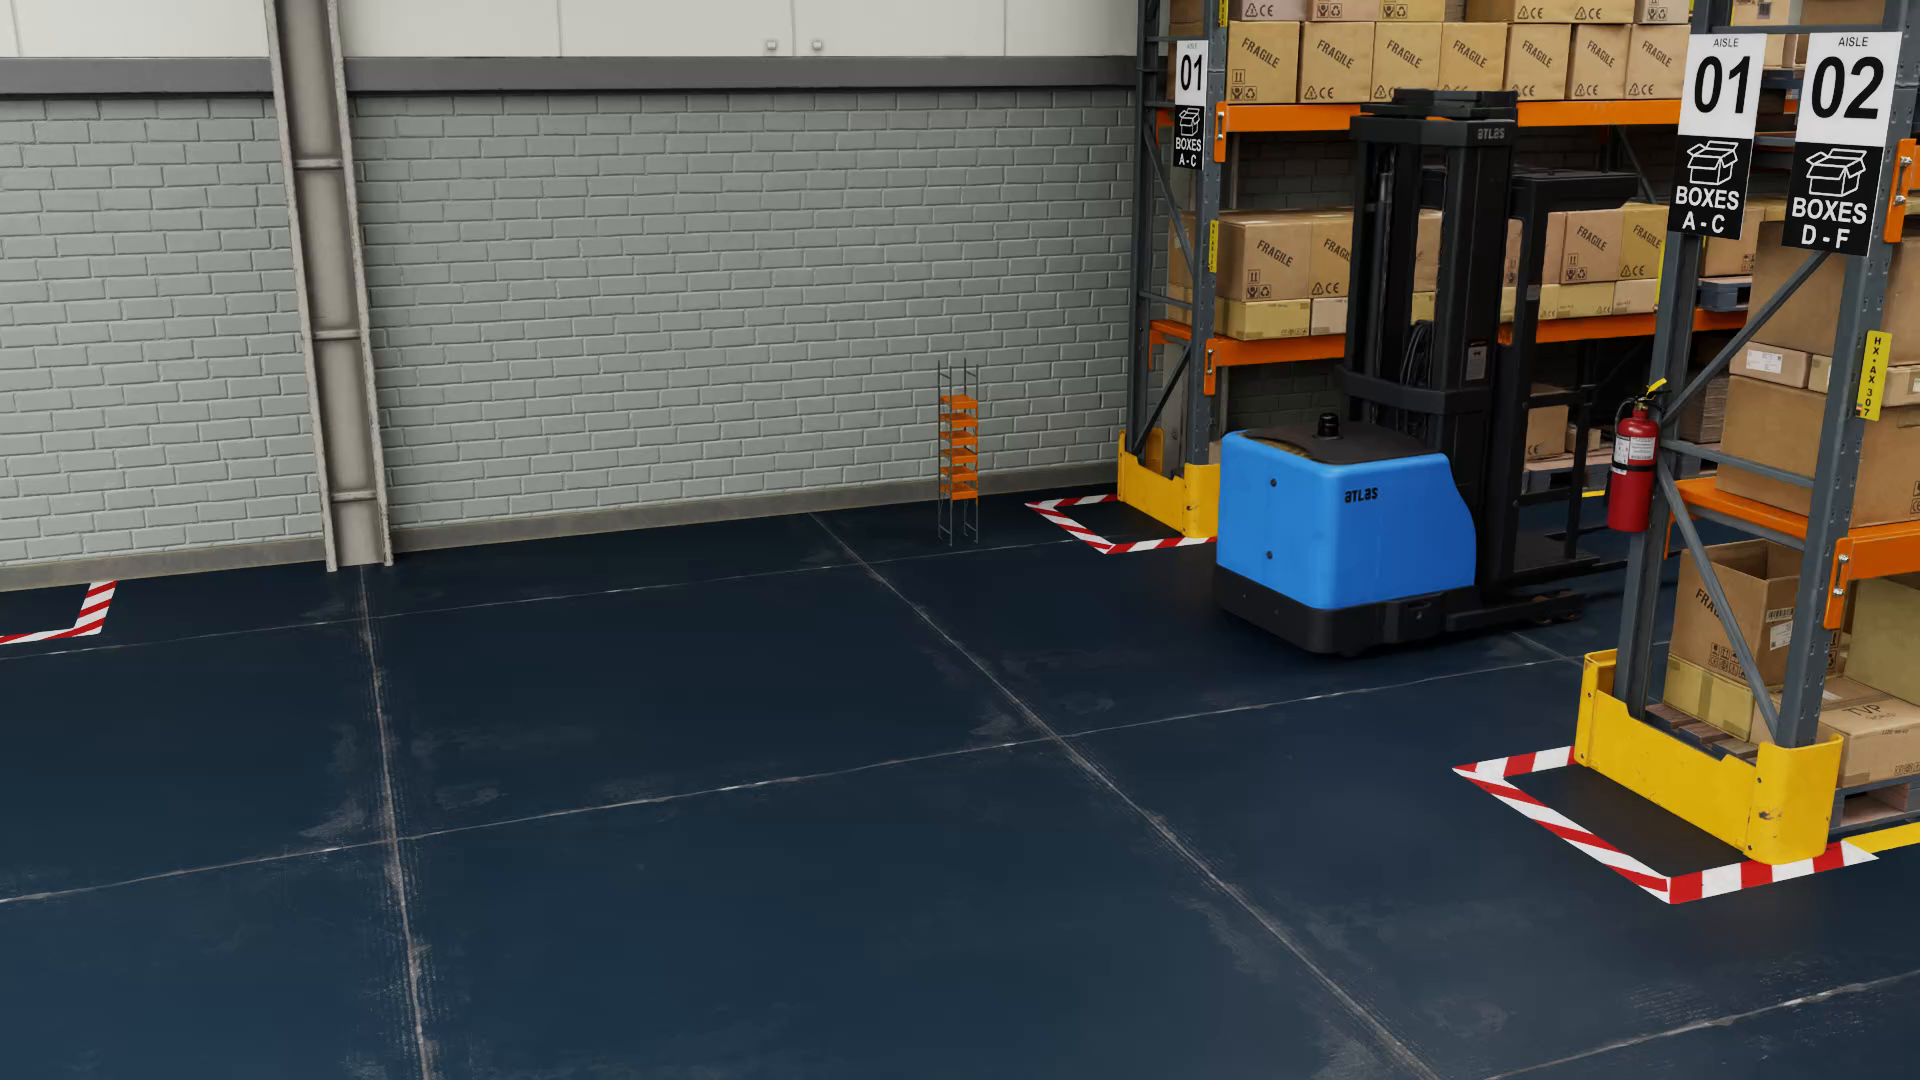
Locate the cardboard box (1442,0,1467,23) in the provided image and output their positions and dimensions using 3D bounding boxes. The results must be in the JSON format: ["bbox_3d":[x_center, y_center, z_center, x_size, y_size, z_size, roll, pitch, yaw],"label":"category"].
[{"bbox_3d":[3.180,-3.847,11.563,0.500,0.500,0.500,-6,17,-20],"label":"cardboard box"}]

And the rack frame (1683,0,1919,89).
[{"bbox_3d":[3.201,-3.183,5.966,0.127,3.000,1.000,-6,17,-20],"label":"rack frame"}]

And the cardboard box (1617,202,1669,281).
[{"bbox_3d":[4.829,-2.179,12.095,0.500,0.500,0.500,-6,17,-20],"label":"cardboard box"}]

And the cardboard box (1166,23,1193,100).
[{"bbox_3d":[1.724,-3.213,11.179,0.500,0.500,0.500,-5,17,-16],"label":"cardboard box"}]

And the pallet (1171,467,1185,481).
[{"bbox_3d":[2.267,-0.350,11.915,1.213,0.211,1.003,-6,17,-20],"label":"pallet"}]

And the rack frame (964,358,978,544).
[{"bbox_3d":[0.072,-0.583,10.956,0.006,1.200,0.240,-6,17,-20],"label":"rack frame"}]

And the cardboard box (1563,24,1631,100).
[{"bbox_3d":[4.300,-3.344,11.625,0.500,0.500,0.500,-8,18,-25],"label":"cardboard box"}]

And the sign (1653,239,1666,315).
[{"bbox_3d":[3.020,-1.118,7.106,0.005,0.325,0.100,-6,17,-20],"label":"sign"}]

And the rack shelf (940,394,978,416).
[{"bbox_3d":[-0.014,-0.877,10.835,0.180,0.103,0.258,-6,17,-20],"label":"rack shelf"}]

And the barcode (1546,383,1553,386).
[{"bbox_3d":[4.570,-1.185,12.897,0.075,0.075,0.001,-6,17,-20],"label":"barcode"}]

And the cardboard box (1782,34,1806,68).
[{"bbox_3d":[6.274,-3.705,12.480,0.500,0.311,0.500,-6,17,-18],"label":"cardboard box"}]

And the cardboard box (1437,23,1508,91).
[{"bbox_3d":[3.317,-3.230,11.237,0.500,0.500,0.500,-5,17,-17],"label":"cardboard box"}]

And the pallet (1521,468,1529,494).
[{"bbox_3d":[3.405,-0.472,12.330,1.213,0.211,1.003,-6,17,-20],"label":"pallet"}]

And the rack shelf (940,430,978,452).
[{"bbox_3d":[-0.014,-0.647,10.903,0.180,0.103,0.258,-6,17,-20],"label":"rack shelf"}]

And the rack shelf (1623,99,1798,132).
[{"bbox_3d":[7.028,-3.307,12.987,4.000,0.370,1.077,-6,17,-20],"label":"rack shelf"}]

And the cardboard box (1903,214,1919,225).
[{"bbox_3d":[4.180,-1.079,6.967,0.500,0.500,0.700,-7,18,-22],"label":"cardboard box"}]

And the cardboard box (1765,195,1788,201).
[{"bbox_3d":[6.776,-2.441,13.130,0.500,0.500,0.700,-4,17,-12],"label":"cardboard box"}]

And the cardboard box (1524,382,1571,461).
[{"bbox_3d":[4.205,-0.907,12.520,0.500,0.500,0.500,-8,18,-24],"label":"cardboard box"}]

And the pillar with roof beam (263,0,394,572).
[{"bbox_3d":[-2.293,-3.047,5.502,0.400,9.000,9.100,-6,17,-20],"label":"pillar with roof beam"}]

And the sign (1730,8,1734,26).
[{"bbox_3d":[5.362,-3.556,11.643,0.005,0.325,0.100,-6,17,-20],"label":"sign"}]

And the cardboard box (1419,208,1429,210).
[{"bbox_3d":[3.214,-2.161,12.032,0.500,0.500,0.500,-6,17,-19],"label":"cardboard box"}]

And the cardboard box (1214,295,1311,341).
[{"bbox_3d":[1.994,-1.511,11.150,0.500,0.250,0.500,-7,18,-22],"label":"cardboard box"}]

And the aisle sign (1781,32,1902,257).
[{"bbox_3d":[3.249,-1.465,6.148,0.004,0.787,0.394,-6,17,-20],"label":"aisle sign"}]

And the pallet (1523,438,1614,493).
[{"bbox_3d":[4.546,-0.596,12.753,1.213,0.211,1.003,-6,17,-20],"label":"pallet"}]

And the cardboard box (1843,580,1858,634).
[{"bbox_3d":[4.524,0.216,7.842,0.500,0.500,0.500,-6,17,-20],"label":"cardboard box"}]

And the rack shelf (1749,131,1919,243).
[{"bbox_3d":[5.069,-1.600,7.177,4.000,0.370,1.077,-6,17,-20],"label":"rack shelf"}]

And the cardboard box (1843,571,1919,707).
[{"bbox_3d":[4.248,0.407,7.193,0.500,0.500,0.500,-6,17,-20],"label":"cardboard box"}]

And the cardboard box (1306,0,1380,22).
[{"bbox_3d":[2.358,-3.596,10.710,0.500,0.500,0.500,-6,18,-21],"label":"cardboard box"}]

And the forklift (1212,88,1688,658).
[{"bbox_3d":[3.010,-1.046,9.459,3.031,2.935,1.130,-8,18,-25],"label":"forklift"}]

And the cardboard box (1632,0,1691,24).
[{"bbox_3d":[4.789,-3.866,11.627,0.500,0.500,0.500,-8,18,-25],"label":"cardboard box"}]

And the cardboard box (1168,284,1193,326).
[{"bbox_3d":[1.792,-1.643,11.601,0.500,0.250,0.500,-6,17,-19],"label":"cardboard box"}]

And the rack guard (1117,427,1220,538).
[{"bbox_3d":[1.496,-0.416,11.627,0.348,0.500,1.175,-6,17,-20],"label":"rack guard"}]

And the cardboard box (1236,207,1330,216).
[{"bbox_3d":[2.263,-2.057,11.678,0.500,0.500,0.500,-6,17,-19],"label":"cardboard box"}]

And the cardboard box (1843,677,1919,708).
[{"bbox_3d":[4.247,0.766,7.300,0.500,0.250,0.500,-6,17,-20],"label":"cardboard box"}]

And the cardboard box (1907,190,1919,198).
[{"bbox_3d":[7.948,-2.560,13.533,0.500,0.500,0.700,-8,18,-25],"label":"cardboard box"}]

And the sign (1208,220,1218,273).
[{"bbox_3d":[1.619,-1.880,10.641,0.005,0.325,0.100,-6,17,-20],"label":"sign"}]

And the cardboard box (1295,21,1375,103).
[{"bbox_3d":[2.341,-3.117,10.852,0.500,0.500,0.500,-5,17,-16],"label":"cardboard box"}]

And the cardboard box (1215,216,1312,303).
[{"bbox_3d":[1.978,-1.874,11.056,0.500,0.500,0.500,-6,17,-20],"label":"cardboard box"}]

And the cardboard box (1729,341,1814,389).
[{"bbox_3d":[3.490,-0.752,7.008,0.250,0.149,0.380,-6,18,-21],"label":"cardboard box"}]

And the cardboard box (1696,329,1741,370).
[{"bbox_3d":[6.252,-1.506,13.228,0.500,0.250,0.500,-7,18,-21],"label":"cardboard box"}]

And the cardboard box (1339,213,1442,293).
[{"bbox_3d":[2.928,-1.972,11.389,0.500,0.500,0.500,-7,18,-22],"label":"cardboard box"}]

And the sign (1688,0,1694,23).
[{"bbox_3d":[3.020,-2.275,6.766,0.005,0.325,0.100,-6,17,-20],"label":"sign"}]

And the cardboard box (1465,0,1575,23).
[{"bbox_3d":[3.798,-3.752,11.240,0.500,0.500,0.500,-7,18,-22],"label":"cardboard box"}]

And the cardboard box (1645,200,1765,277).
[{"bbox_3d":[5.648,-2.312,12.690,0.500,0.500,0.700,-6,17,-20],"label":"cardboard box"}]

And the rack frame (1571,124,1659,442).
[{"bbox_3d":[5.160,-2.011,12.622,0.127,3.000,1.000,-6,17,-20],"label":"rack frame"}]

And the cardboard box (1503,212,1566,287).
[{"bbox_3d":[3.891,-2.079,11.756,0.500,0.500,0.500,-7,18,-22],"label":"cardboard box"}]

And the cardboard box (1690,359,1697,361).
[{"bbox_3d":[6.306,-1.166,13.402,0.500,0.500,0.700,-7,18,-21],"label":"cardboard box"}]

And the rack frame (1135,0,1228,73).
[{"bbox_3d":[1.425,-4.486,10.403,0.127,3.000,1.000,-6,17,-20],"label":"rack frame"}]

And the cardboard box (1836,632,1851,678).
[{"bbox_3d":[4.059,0.628,7.771,0.500,0.250,0.500,-6,17,-20],"label":"cardboard box"}]

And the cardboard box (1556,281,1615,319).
[{"bbox_3d":[4.358,-1.773,12.043,0.500,0.250,0.500,-6,17,-20],"label":"cardboard box"}]

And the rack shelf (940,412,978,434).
[{"bbox_3d":[-0.014,-0.762,10.869,0.180,0.103,0.258,-6,17,-20],"label":"rack shelf"}]

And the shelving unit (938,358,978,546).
[{"bbox_3d":[-0.014,-0.574,10.924,0.189,1.200,0.258,-6,17,-20],"label":"shelving unit"}]

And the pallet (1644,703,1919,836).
[{"bbox_3d":[3.900,0.945,7.505,1.213,0.211,1.003,-6,17,-20],"label":"pallet"}]

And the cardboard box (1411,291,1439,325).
[{"bbox_3d":[2.952,-1.617,11.511,0.500,0.250,0.500,-6,18,-21],"label":"cardboard box"}]

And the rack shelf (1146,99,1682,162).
[{"bbox_3d":[3.293,-2.903,11.614,4.000,0.370,1.077,-6,17,-20],"label":"rack shelf"}]
